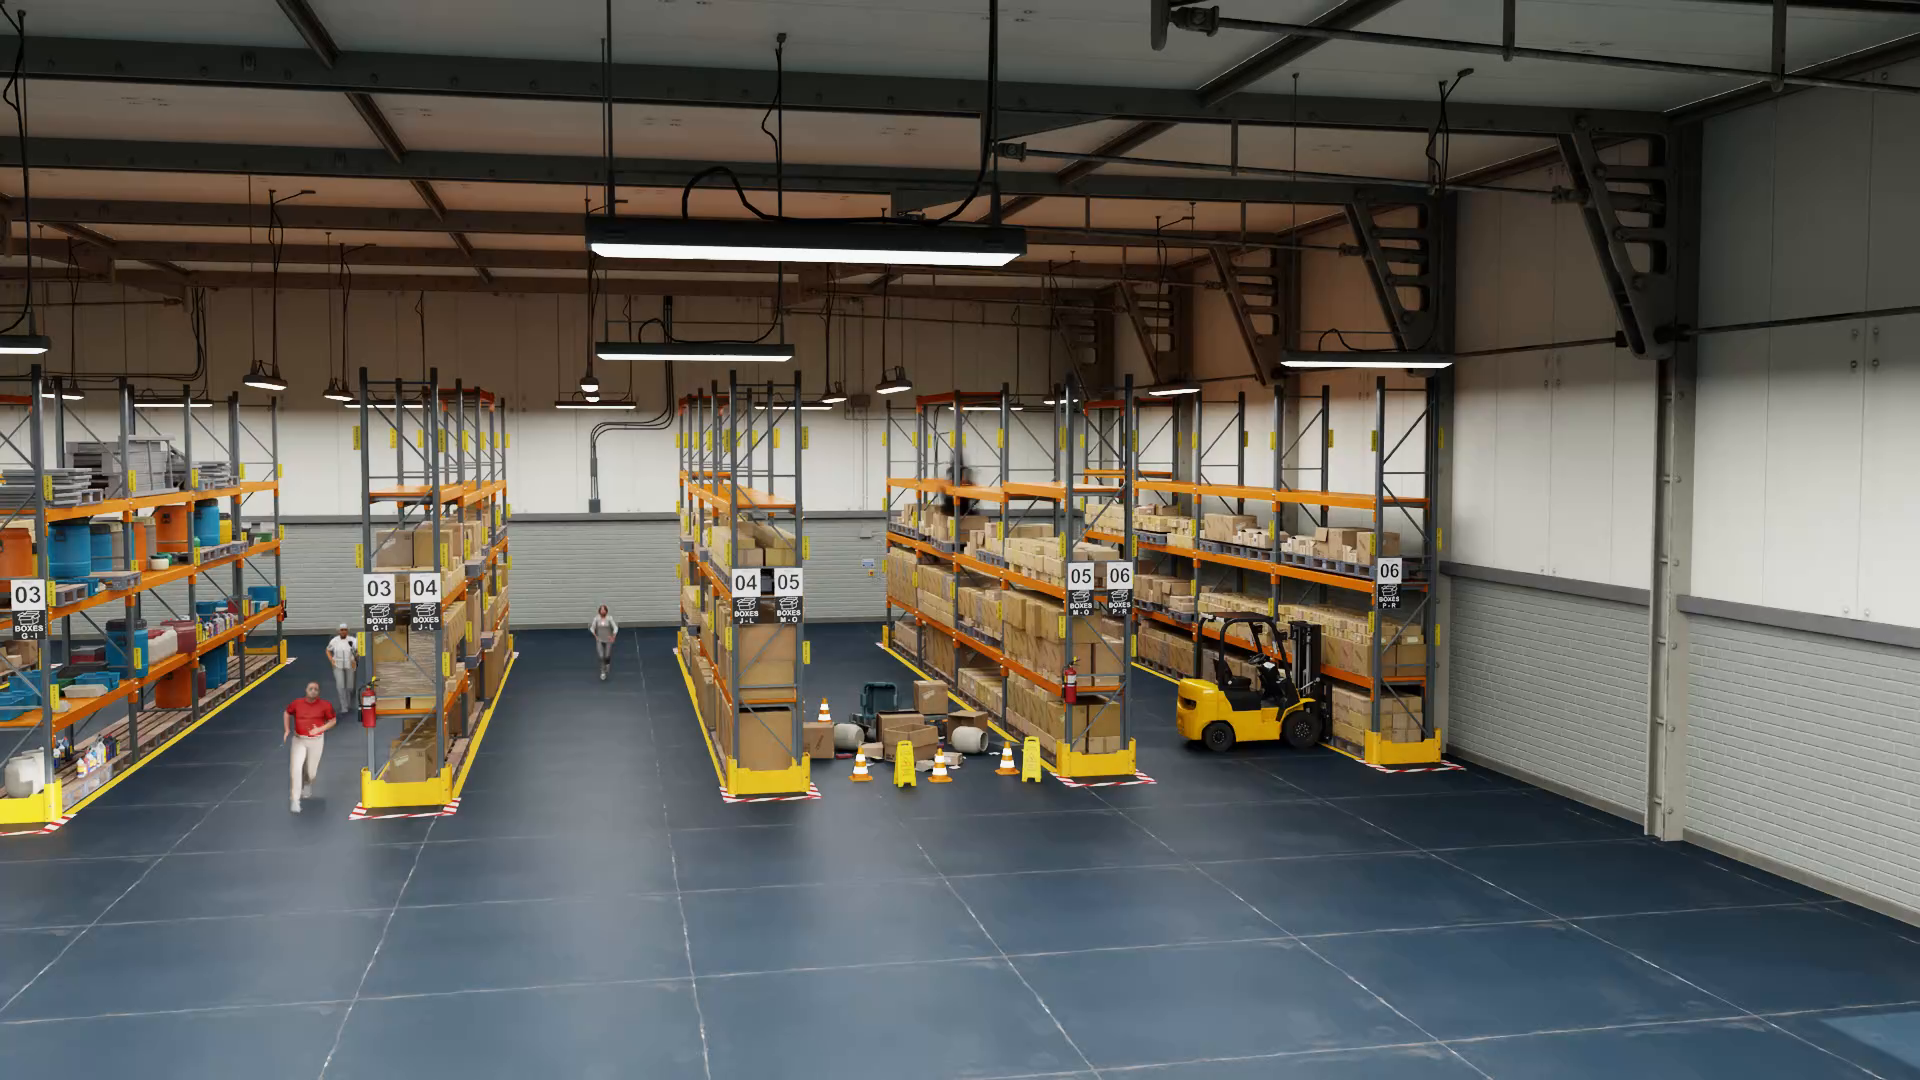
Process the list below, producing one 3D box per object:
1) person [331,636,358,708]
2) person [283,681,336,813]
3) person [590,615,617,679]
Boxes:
[{"bbox_3d":[-11.375,2.438,30.739,0.451,1.337,0.415,-1,4,-19],"label":"person"},{"bbox_3d":[-8.933,2.808,22.845,0.686,1.747,0.894,-1,4,-17],"label":"person"},{"bbox_3d":[-7.533,2.249,35.190,0.565,1.348,0.510,-1,3,-11],"label":"person"}]
